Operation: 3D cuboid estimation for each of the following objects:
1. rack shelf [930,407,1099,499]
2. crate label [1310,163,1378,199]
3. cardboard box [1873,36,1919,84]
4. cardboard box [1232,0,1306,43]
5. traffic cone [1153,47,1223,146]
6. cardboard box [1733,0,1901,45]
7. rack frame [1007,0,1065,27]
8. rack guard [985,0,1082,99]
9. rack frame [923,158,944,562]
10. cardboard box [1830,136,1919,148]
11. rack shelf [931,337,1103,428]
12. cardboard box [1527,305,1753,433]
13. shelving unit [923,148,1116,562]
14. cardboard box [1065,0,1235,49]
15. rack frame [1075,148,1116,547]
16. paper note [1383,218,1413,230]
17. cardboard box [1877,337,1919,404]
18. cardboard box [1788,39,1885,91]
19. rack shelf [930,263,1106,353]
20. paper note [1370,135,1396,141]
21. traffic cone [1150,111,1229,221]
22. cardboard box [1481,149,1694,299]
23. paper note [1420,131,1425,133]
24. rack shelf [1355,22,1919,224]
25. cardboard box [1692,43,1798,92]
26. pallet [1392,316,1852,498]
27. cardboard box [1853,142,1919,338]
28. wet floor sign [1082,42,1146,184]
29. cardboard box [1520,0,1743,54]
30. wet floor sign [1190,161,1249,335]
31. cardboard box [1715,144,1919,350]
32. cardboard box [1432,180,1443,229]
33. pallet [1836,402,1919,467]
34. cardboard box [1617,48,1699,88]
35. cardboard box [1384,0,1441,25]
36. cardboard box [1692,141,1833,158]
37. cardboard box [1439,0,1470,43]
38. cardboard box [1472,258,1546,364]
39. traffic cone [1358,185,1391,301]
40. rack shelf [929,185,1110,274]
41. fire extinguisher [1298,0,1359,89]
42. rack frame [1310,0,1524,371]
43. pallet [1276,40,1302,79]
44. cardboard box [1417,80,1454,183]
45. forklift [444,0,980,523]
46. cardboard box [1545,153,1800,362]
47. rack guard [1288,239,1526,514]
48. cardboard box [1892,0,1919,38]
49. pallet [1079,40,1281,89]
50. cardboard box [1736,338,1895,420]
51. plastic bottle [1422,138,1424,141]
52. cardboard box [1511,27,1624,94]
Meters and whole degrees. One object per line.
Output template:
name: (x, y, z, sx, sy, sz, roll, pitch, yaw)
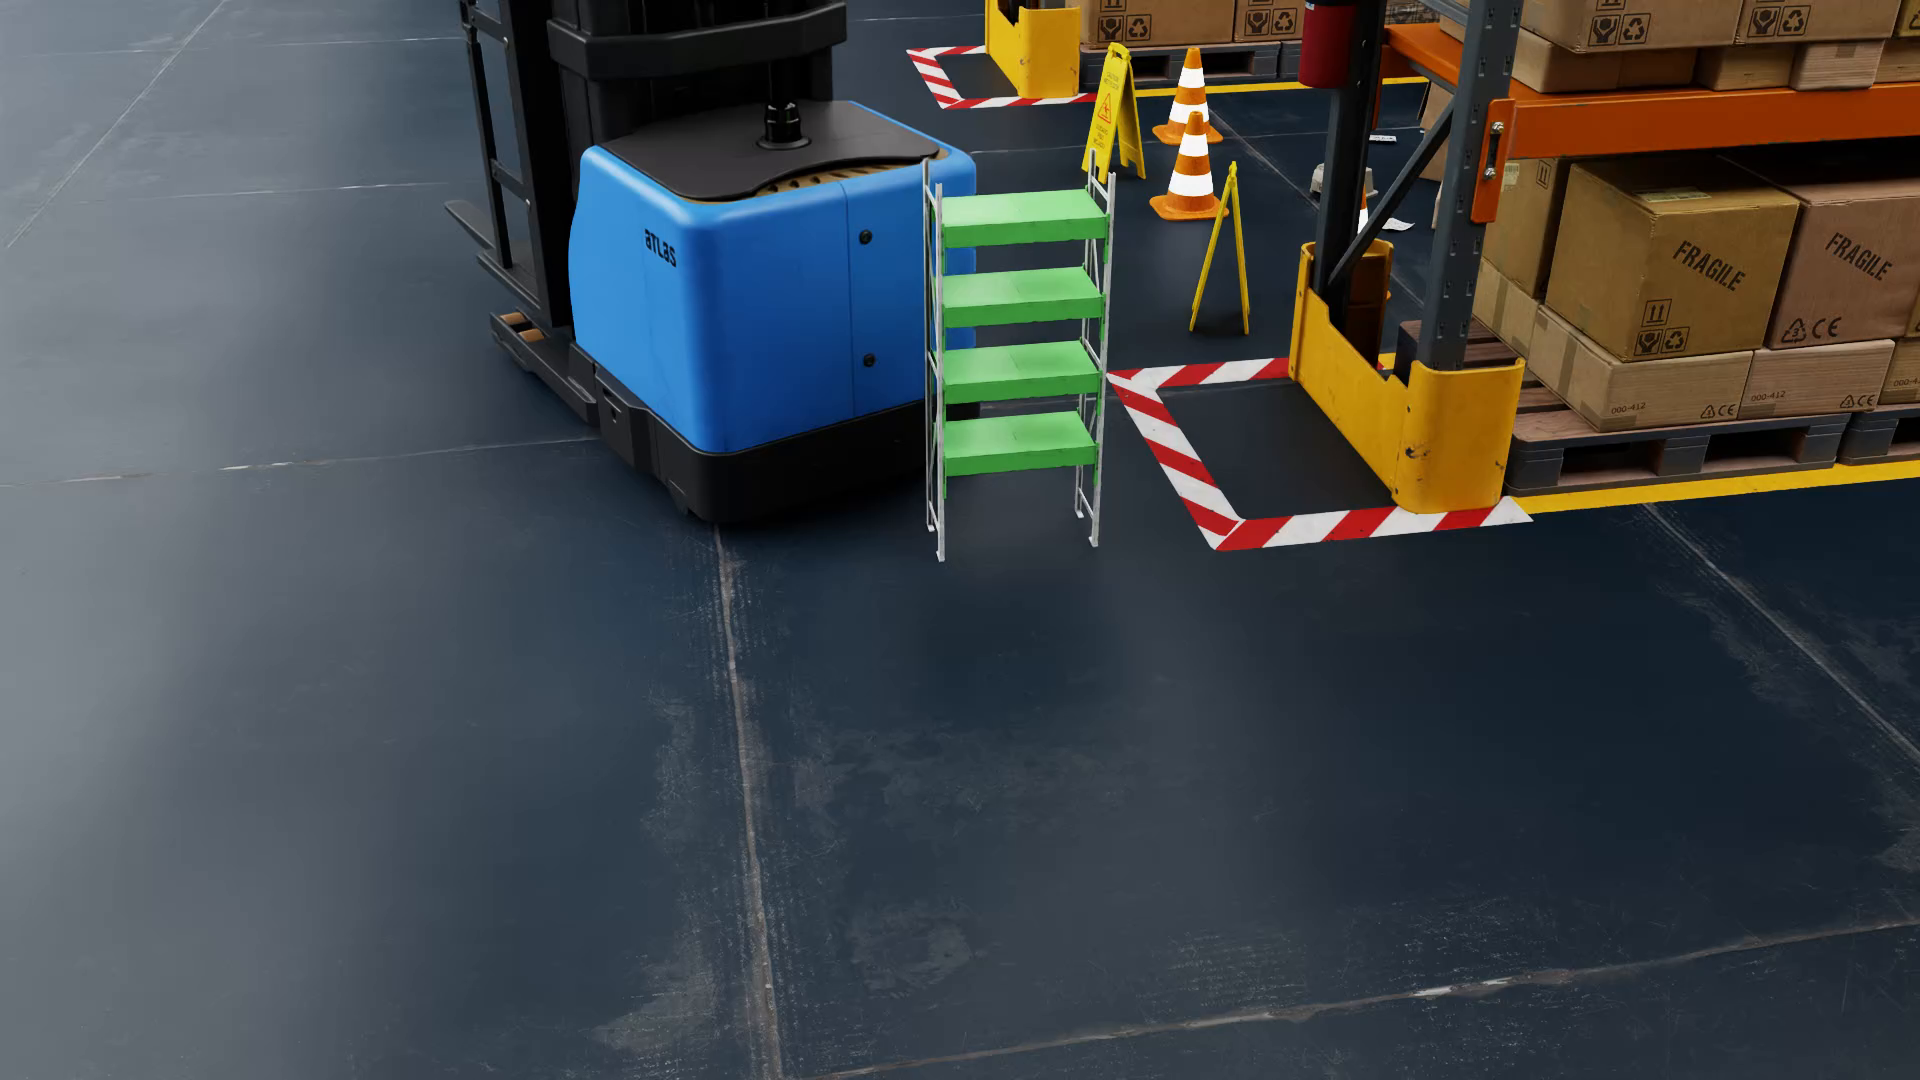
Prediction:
rack shelf: (0.163, -0.270, 5.126, 0.480, 0.148, 0.258, -5, 31, -9)
crate label: (1.856, -1.745, 8.082, 0.298, 0.136, 0.250, -23, 38, -34)
cardboard box: (2.836, -1.545, 5.167, 0.250, 0.149, 0.380, -5, 31, -8)
cardboard box: (1.967, -3.571, 10.046, 0.875, 0.875, 0.875, -6, 31, -10)
traffic cone: (1.225, -2.377, 8.836, 0.334, 0.463, 0.336, -5, 31, -9)
cardboard box: (2.462, -1.796, 4.954, 0.500, 0.500, 0.500, -4, 31, -7)
rack frame: (0.446, -4.130, 9.315, 0.127, 3.000, 1.000, -5, 31, -9)
rack guard: (0.423, -3.050, 9.944, 0.348, 0.500, 1.175, -5, 31, -9)
rack frame: (-0.077, -0.510, 4.934, 0.015, 1.200, 0.240, -5, 31, -9)
cardboard box: (3.189, -1.285, 6.035, 0.500, 0.500, 0.500, -6, 31, -10)
rack shelf: (0.163, -0.477, 5.004, 0.480, 0.148, 0.258, -5, 31, -9)
cardboard box: (2.281, -0.603, 5.614, 0.500, 0.250, 0.500, -6, 31, -9)
shelving unit: (0.163, -0.532, 4.972, 0.503, 1.200, 0.258, -5, 31, -9)
cardboard box: (1.102, -3.490, 9.908, 0.875, 0.875, 0.875, -5, 31, -9)
rack frame: (0.403, -0.555, 5.009, 0.015, 1.200, 0.240, -5, 31, -9)
paper note: (2.009, -1.470, 7.720, 0.142, 0.019, 0.148, -17, 34, -26)
cardboard box: (3.319, -0.702, 5.783, 0.500, 0.250, 0.500, -3, 31, -6)
cardboard box: (2.588, -1.505, 5.098, 0.250, 0.149, 0.380, -5, 31, -8)
rack shelf: (0.163, -0.684, 4.882, 0.480, 0.148, 0.258, -5, 31, -9)
paper note: (2.254, -2.142, 8.865, 0.142, 0.017, 0.144, 5, 31, 8)
traffic cone: (1.094, -1.783, 7.825, 0.334, 0.463, 0.336, -5, 31, -9)
cardboard box: (2.178, -1.193, 5.879, 0.500, 0.500, 0.500, -5, 31, -9)
paper note: (2.549, -2.202, 8.984, 0.123, 0.001, 0.032, 10, 32, 17)
rack shelf: (3.405, -1.544, 5.626, 4.000, 0.370, 1.077, -5, 31, -9)
cardboard box: (2.330, -1.505, 5.098, 0.250, 0.149, 0.380, -6, 31, -11)
pallet: (2.318, -0.533, 5.948, 1.213, 0.211, 1.003, -5, 31, -9)
cardboard box: (3.312, -1.020, 5.584, 0.500, 0.500, 0.500, -5, 31, -8)
wet floor sign: (0.775, -2.125, 8.228, 0.232, 0.644, 0.267, -11, 32, -17)
cardboard box: (1.953, -1.748, 4.871, 0.500, 0.500, 0.500, -6, 31, -10)
wet floor sign: (1.058, -1.173, 6.608, 0.232, 0.644, 0.267, 5, 31, 8)
cardboard box: (2.817, -0.978, 5.513, 0.500, 0.500, 0.500, -6, 31, -11)
cardboard box: (2.362, -1.569, 7.772, 0.250, 0.149, 0.380, 10, 32, 17)
pallet: (3.515, -0.642, 6.134, 1.213, 0.211, 1.003, -5, 31, -9)
cardboard box: (2.055, -1.521, 5.125, 0.250, 0.149, 0.380, -5, 31, -8)
cardboard box: (2.864, -3.654, 10.186, 0.875, 0.875, 0.875, -5, 31, -9)
cardboard box: (2.691, -1.243, 5.963, 0.500, 0.500, 0.500, -4, 31, -7)
cardboard box: (1.767, -1.704, 5.436, 0.250, 0.149, 0.380, -4, 31, -7)
cardboard box: (2.208, -0.877, 6.081, 0.500, 0.250, 0.500, -5, 31, -9)
traffic cone: (1.628, -1.260, 6.937, 0.334, 0.463, 0.336, -5, 31, -9)
rack shelf: (0.163, -0.891, 4.761, 0.480, 0.148, 0.258, -5, 31, -9)
fire extinguisher: (1.242, -1.857, 5.526, 0.183, 0.674, 0.296, -5, 31, -9)
rack frame: (1.437, -1.671, 5.133, 0.127, 3.000, 1.000, -5, 31, -9)
pallet: (2.416, -3.150, 10.398, 1.213, 0.211, 1.003, -5, 31, -9)
cardboard box: (2.709, -2.018, 8.185, 0.797, 0.503, 0.637, 23, 37, 33)
forklift: (-1.164, -2.018, 5.790, 1.130, 2.935, 3.031, -19, 35, -28)
cardboard box: (2.304, -0.929, 5.428, 0.500, 0.500, 0.500, -6, 31, -11)
rack guard: (1.512, -0.601, 5.778, 0.348, 0.500, 1.175, -5, 31, -9)
cardboard box: (2.963, -1.844, 5.034, 0.500, 0.500, 0.500, -6, 31, -10)
pallet: (1.219, -3.040, 10.212, 1.213, 0.211, 1.003, -5, 31, -9)
cardboard box: (2.784, -0.646, 5.687, 0.500, 0.250, 0.500, -4, 31, -7)
plastic bottle: (2.586, -2.103, 8.766, 0.283, 0.061, 0.133, -17, 34, -26)
cardboard box: (1.809, -1.491, 5.074, 0.250, 0.149, 0.380, -5, 31, -9)
